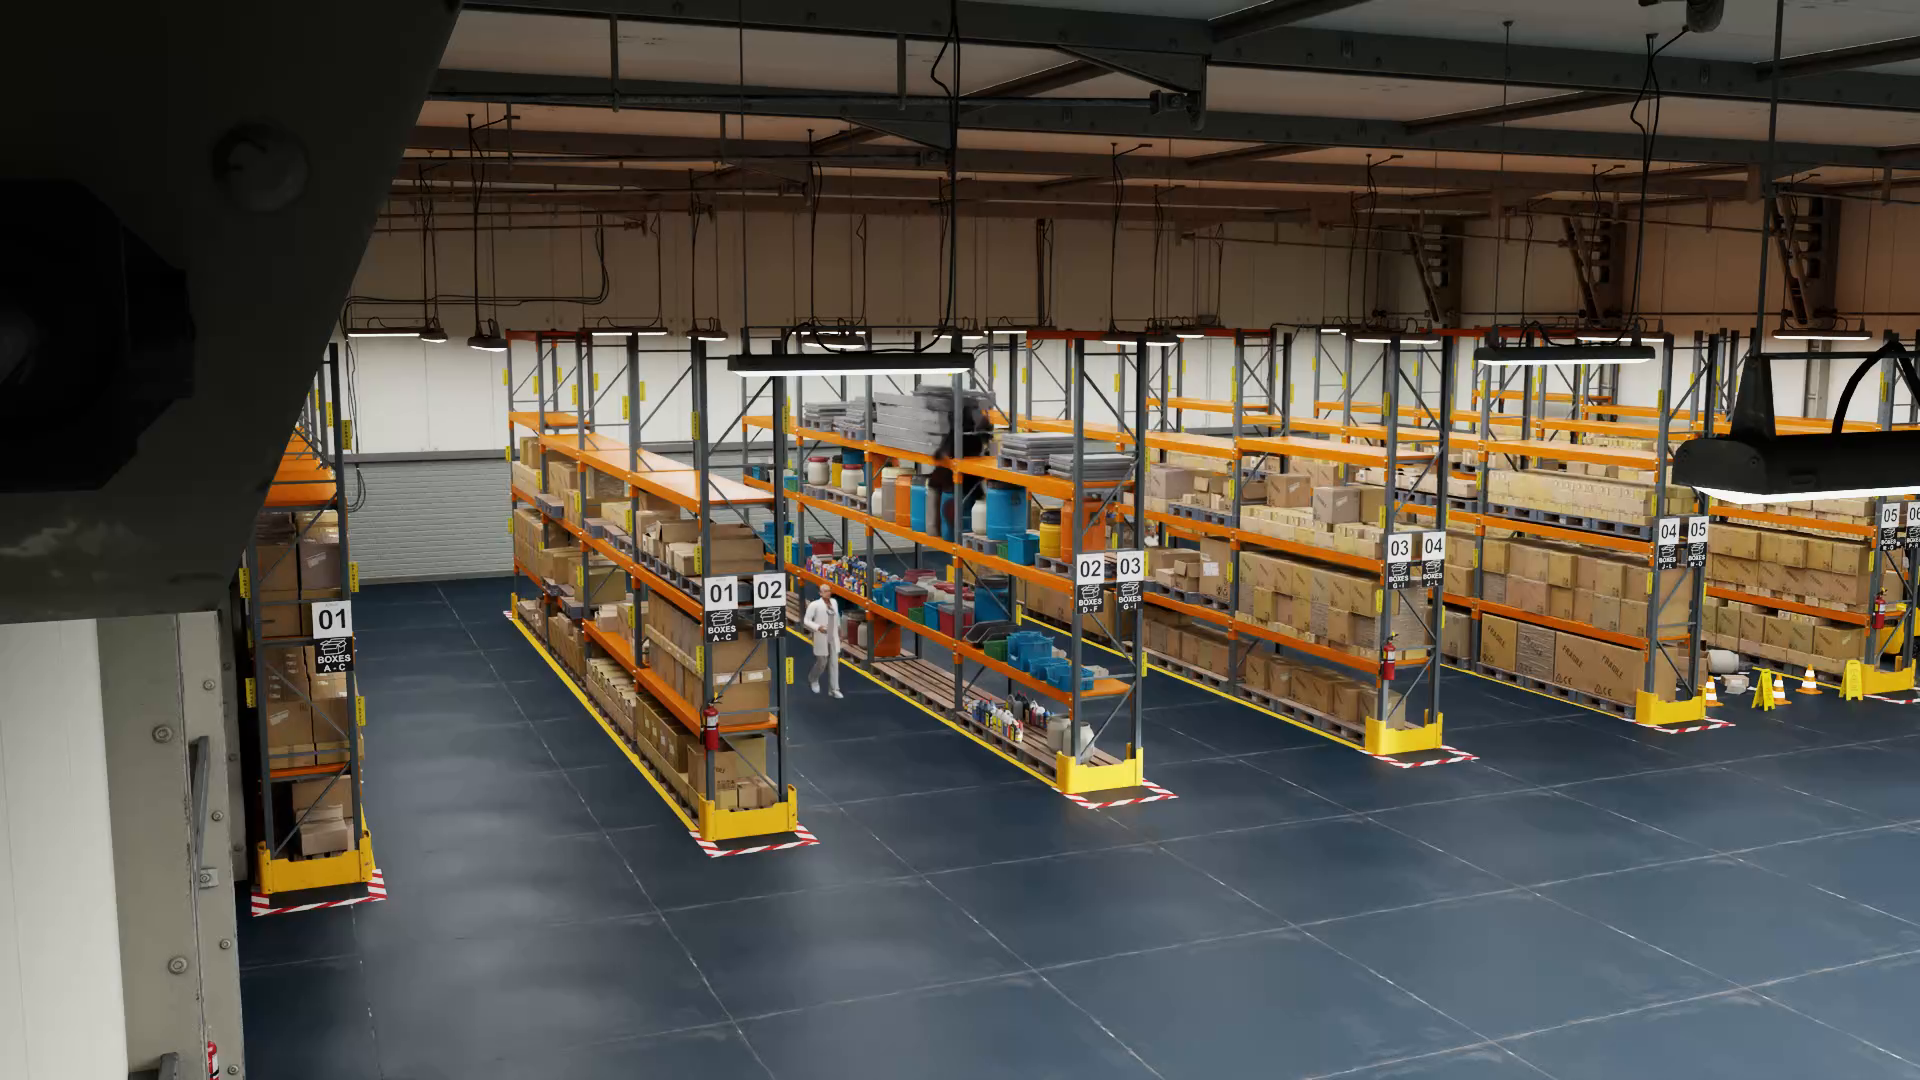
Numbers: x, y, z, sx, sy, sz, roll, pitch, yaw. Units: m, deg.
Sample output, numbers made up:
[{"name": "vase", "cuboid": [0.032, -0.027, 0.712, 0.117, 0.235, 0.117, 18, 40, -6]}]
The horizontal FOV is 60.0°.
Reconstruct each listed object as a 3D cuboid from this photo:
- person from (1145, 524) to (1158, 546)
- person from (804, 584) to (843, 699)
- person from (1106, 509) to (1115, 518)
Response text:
[{"name": "person", "cuboid": [4.325, 0.461, 37.233, 0.619, 1.662, 0.475, -2, 8, -13]}, {"name": "person", "cuboid": [-2.123, 1.587, 26.336, 0.709, 1.784, 0.936, -5, 9, -33]}, {"name": "person", "cuboid": [3.716, -0.059, 41.407, 0.743, 1.657, 0.691, -6, 10, -39]}]
